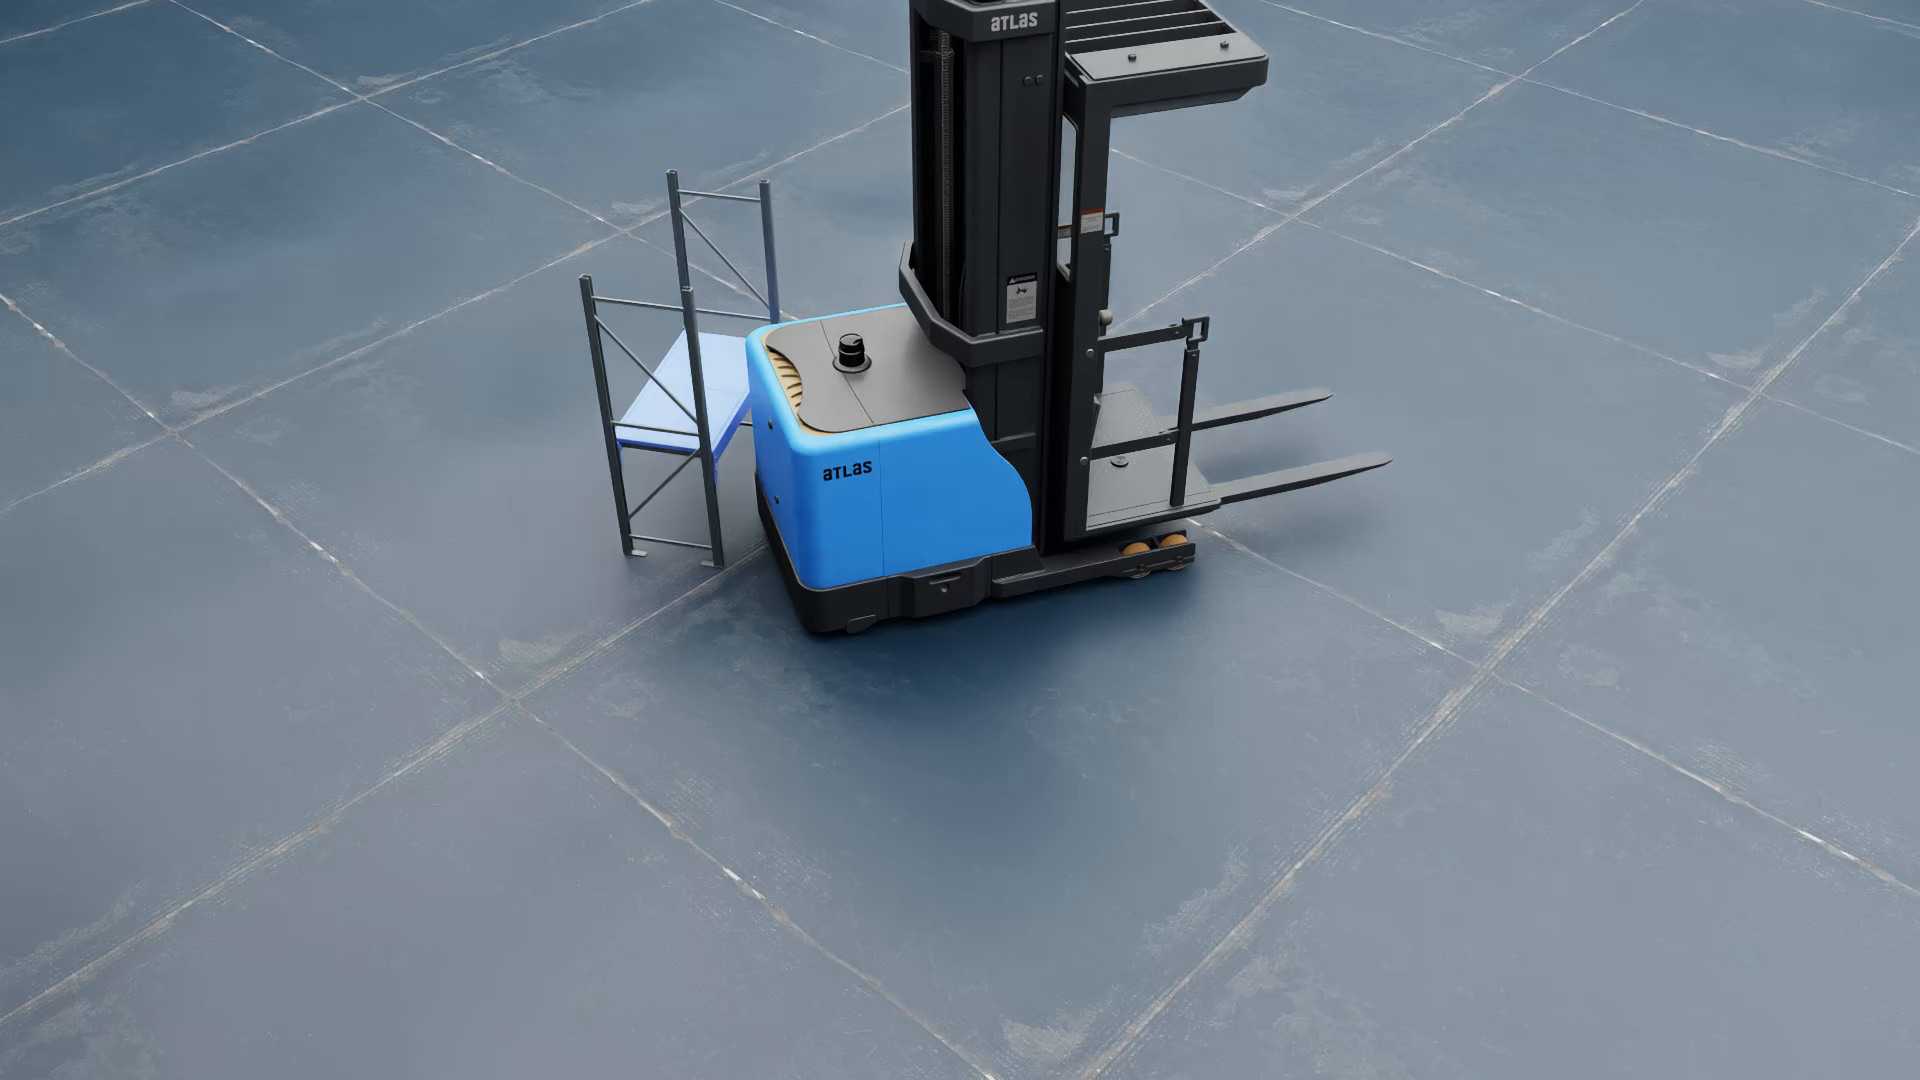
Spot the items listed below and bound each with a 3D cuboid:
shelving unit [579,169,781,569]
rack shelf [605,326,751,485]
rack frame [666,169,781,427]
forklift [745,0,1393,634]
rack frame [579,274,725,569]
[{"bbox_3d":[-1.246,-0.802,7.838,0.538,1.500,1.048,8,39,10],"label":"shelving unit"},{"bbox_3d":[-1.246,-0.662,7.950,0.538,0.185,1.000,8,39,10],"label":"rack shelf"},{"bbox_3d":[-1.130,-1.110,8.225,0.500,1.500,0.032,8,39,10],"label":"rack frame"},{"bbox_3d":[0.591,-1.269,7.275,3.031,2.935,1.130,-12,40,-14],"label":"forklift"},{"bbox_3d":[-1.362,-0.494,7.450,0.500,1.500,0.032,8,39,10],"label":"rack frame"}]
